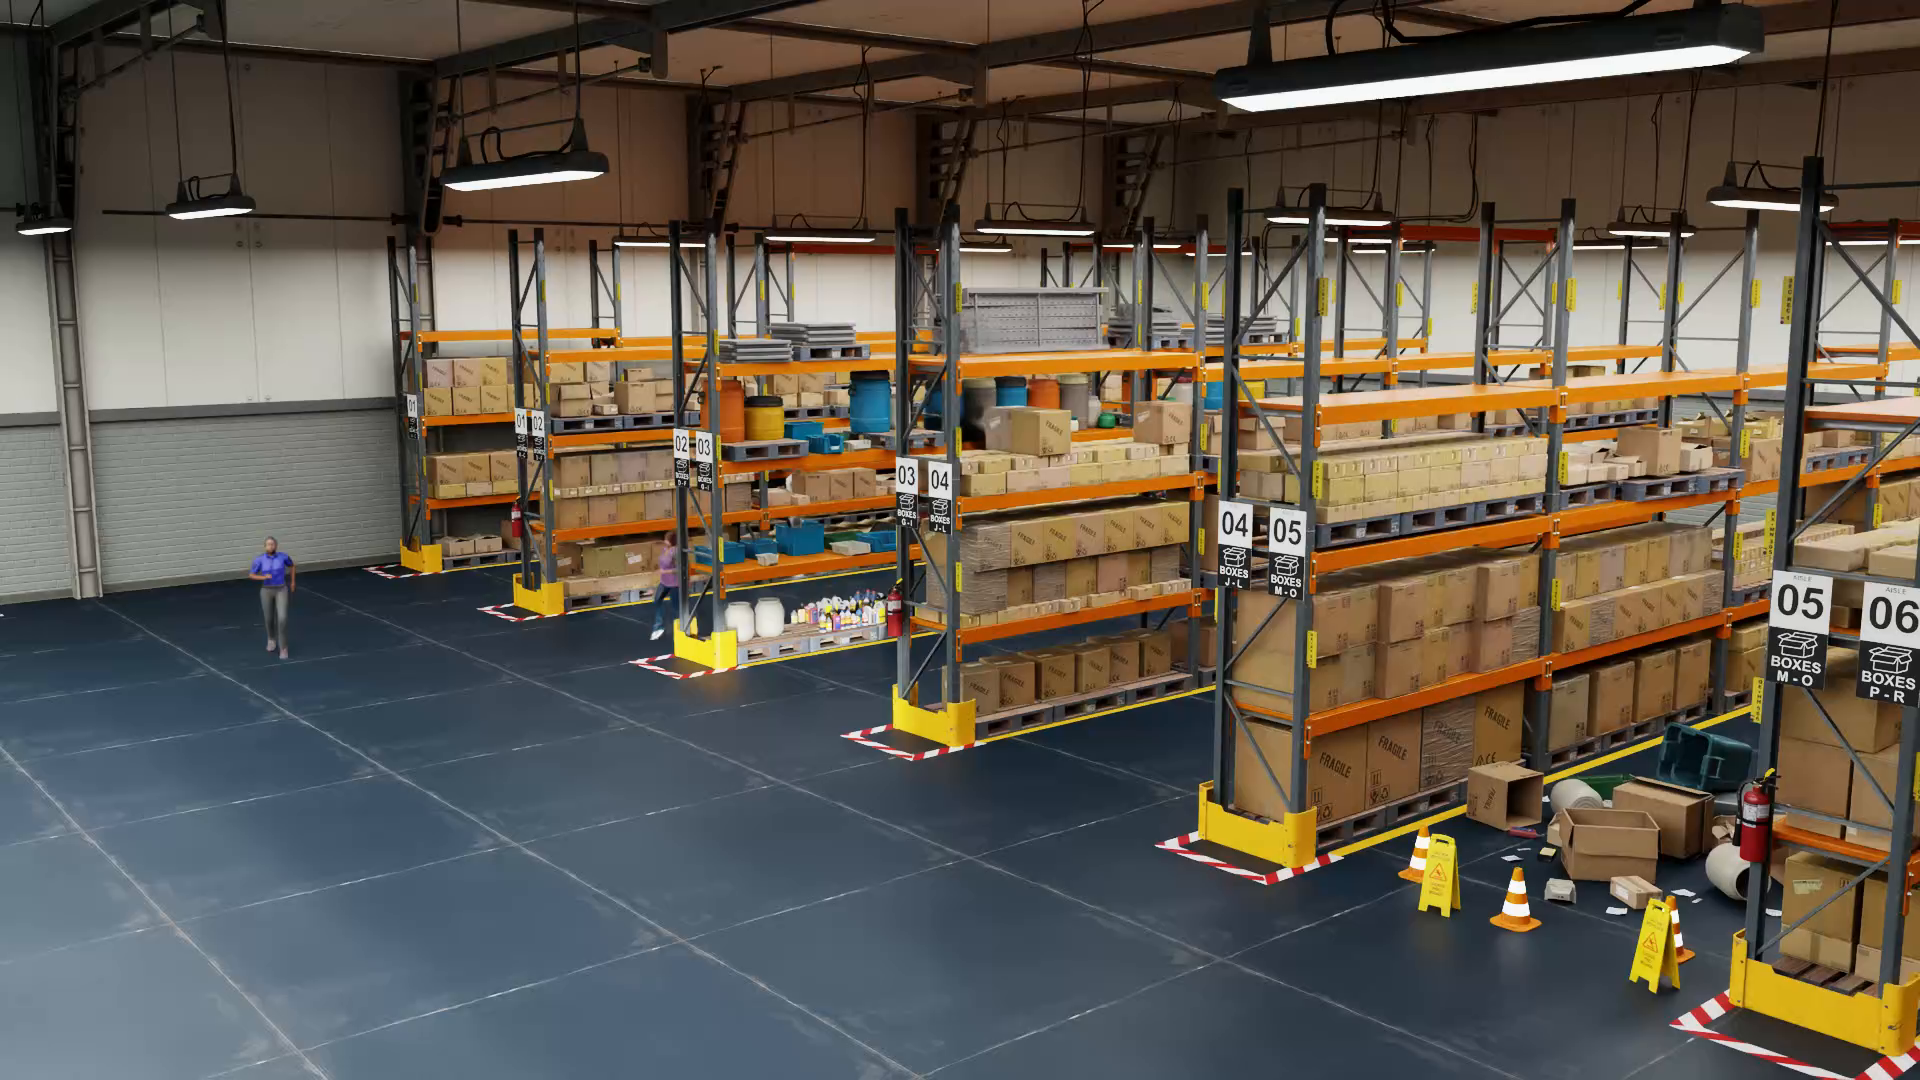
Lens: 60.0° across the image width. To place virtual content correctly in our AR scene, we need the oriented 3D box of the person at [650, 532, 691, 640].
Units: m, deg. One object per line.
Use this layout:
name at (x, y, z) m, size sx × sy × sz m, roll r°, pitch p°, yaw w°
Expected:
person at (-4.178, 0.674, 24.366) m, size 0.736 × 1.640 × 0.551 m, roll -9°, pitch 12°, yaw -44°

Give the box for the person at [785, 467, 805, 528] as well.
person at (-3.125, -0.608, 31.921) m, size 0.681 × 1.826 × 0.777 m, roll 8°, pitch 12°, yaw 41°

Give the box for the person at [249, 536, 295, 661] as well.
person at (-9.578, 0.786, 23.208) m, size 0.603 × 1.708 × 0.805 m, roll -4°, pitch 10°, yaw -24°

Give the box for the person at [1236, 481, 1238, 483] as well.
person at (5.918, -0.991, 34.705) m, size 0.673 × 1.727 × 0.832 m, roll 7°, pitch 11°, yaw 39°
